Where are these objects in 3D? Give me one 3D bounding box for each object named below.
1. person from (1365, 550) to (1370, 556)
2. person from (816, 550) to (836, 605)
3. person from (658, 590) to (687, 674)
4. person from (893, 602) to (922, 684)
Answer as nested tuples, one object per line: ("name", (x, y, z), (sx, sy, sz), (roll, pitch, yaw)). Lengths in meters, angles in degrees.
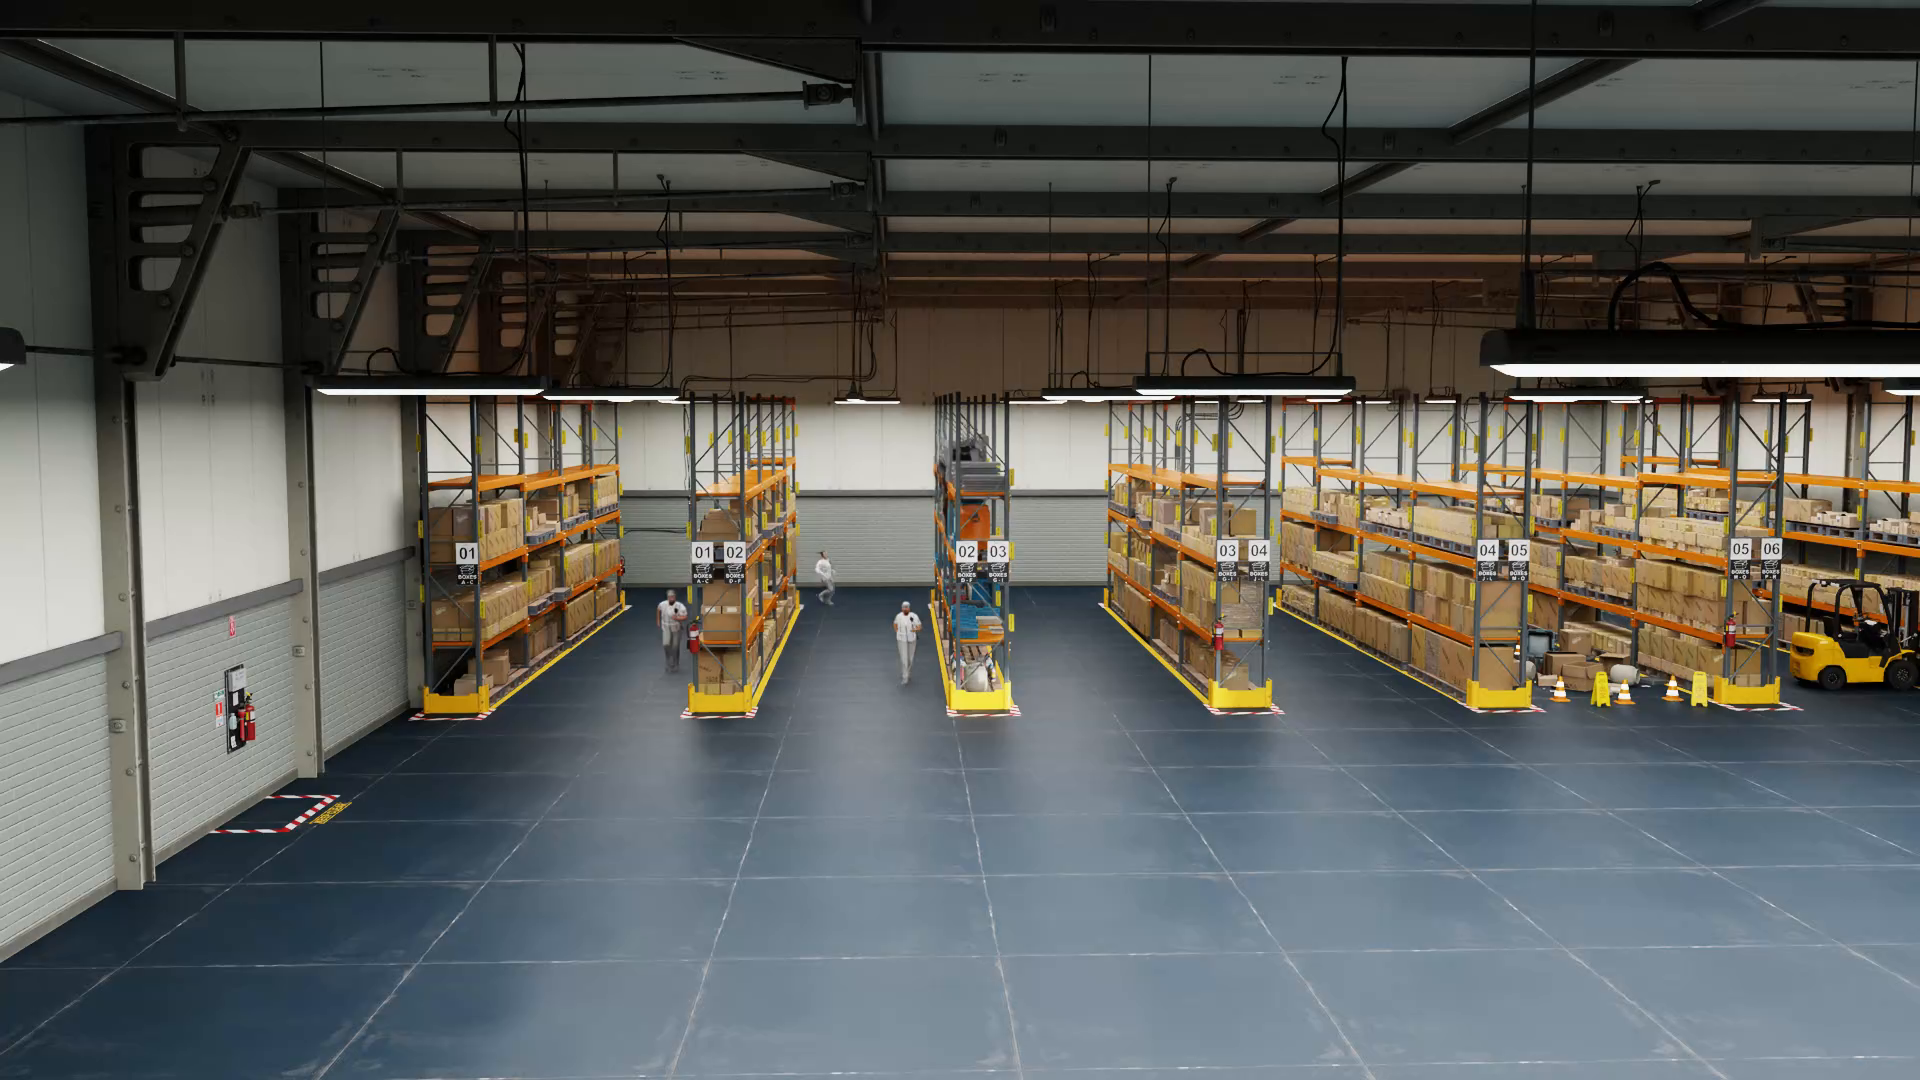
("person", (11.401, 1.143, 46.505), (0.693, 1.731, 0.557), (-1, 5, -14))
("person", (-3.866, 1.080, 48.018), (0.523, 1.621, 0.622), (2, 5, 24))
("person", (-6.231, 1.972, 36.010), (0.686, 1.829, 0.875), (0, 5, 0))
("person", (-1.089, 2.126, 34.703), (0.593, 1.676, 0.833), (0, 5, -3))
